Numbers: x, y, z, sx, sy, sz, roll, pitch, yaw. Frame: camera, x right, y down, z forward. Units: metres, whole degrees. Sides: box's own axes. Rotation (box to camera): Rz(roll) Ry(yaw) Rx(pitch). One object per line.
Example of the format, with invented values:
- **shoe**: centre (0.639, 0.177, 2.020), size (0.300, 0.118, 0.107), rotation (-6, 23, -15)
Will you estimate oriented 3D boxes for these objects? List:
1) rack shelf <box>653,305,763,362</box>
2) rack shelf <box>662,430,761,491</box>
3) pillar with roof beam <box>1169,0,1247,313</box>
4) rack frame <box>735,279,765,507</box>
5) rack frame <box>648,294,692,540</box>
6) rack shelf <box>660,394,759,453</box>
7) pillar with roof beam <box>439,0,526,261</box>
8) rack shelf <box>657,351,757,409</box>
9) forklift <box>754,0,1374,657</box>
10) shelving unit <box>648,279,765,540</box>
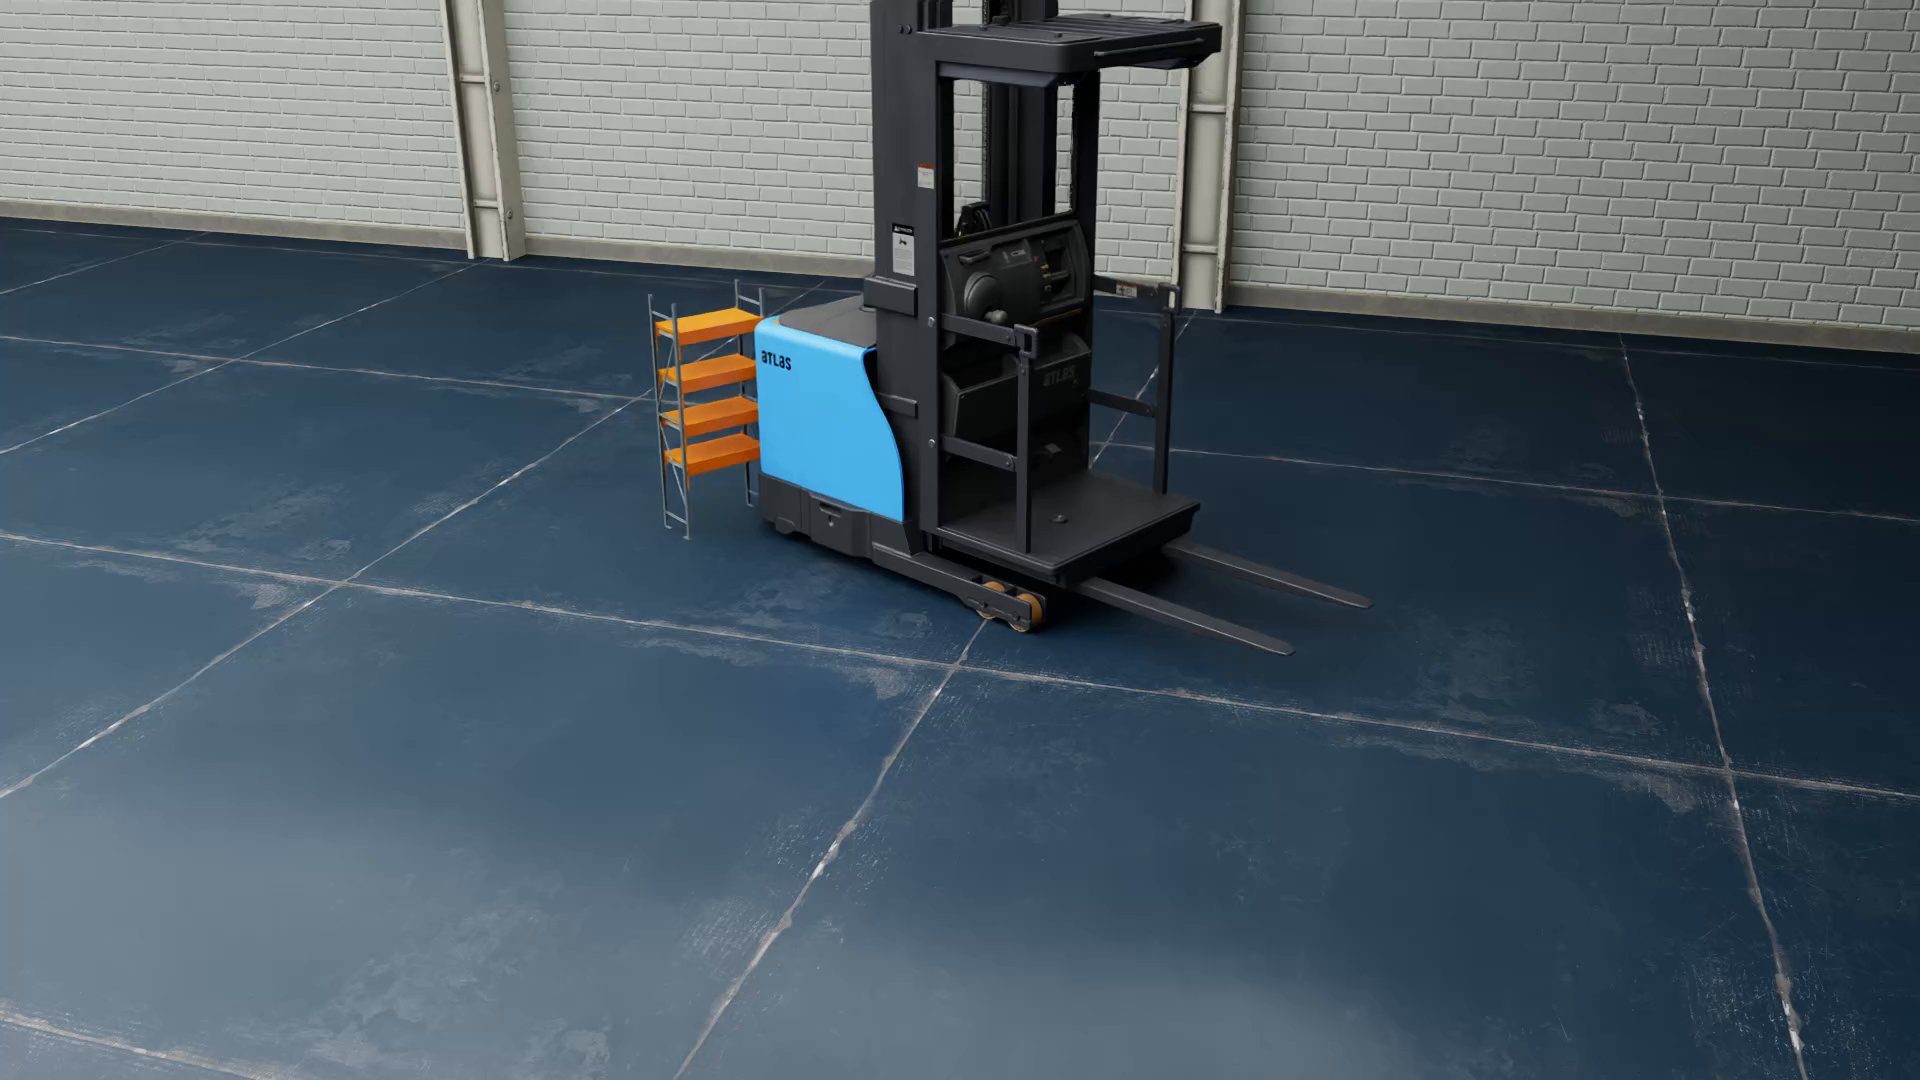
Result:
- **rack shelf**: centre (-1.227, -1.012, 8.121), size (0.480, 0.148, 0.258), rotation (-17, 28, -36)
- **rack shelf**: centre (-1.227, -0.402, 8.371), size (0.480, 0.148, 0.258), rotation (-17, 28, -36)
- **pillar with roof beam**: centre (0.562, -4.366, 7.055), size (0.400, 9.000, 9.100), rotation (7, 23, 16)
- **rack frame**: centre (-1.039, -0.707, 8.413), size (0.015, 1.200, 0.240), rotation (-17, 28, -36)
- **rack frame**: centre (-1.416, -0.590, 8.126), size (0.015, 1.200, 0.240), rotation (-17, 28, -36)
- **rack shelf**: centre (-1.227, -0.586, 8.295), size (0.480, 0.148, 0.258), rotation (-17, 28, -36)
- **pillar with roof beam**: centre (-5.182, -5.023, 8.659), size (0.400, 9.000, 9.100), rotation (7, 23, 16)
- **rack shelf**: centre (-1.227, -0.793, 8.210), size (0.480, 0.148, 0.258), rotation (-17, 28, -36)
- **forklift**: centre (0.414, -1.176, 7.276), size (3.031, 2.935, 1.130), rotation (19, 29, 39)
- **shelving unit**: centre (-1.227, -0.648, 8.270), size (0.503, 1.200, 0.258), rotation (-17, 28, -36)
